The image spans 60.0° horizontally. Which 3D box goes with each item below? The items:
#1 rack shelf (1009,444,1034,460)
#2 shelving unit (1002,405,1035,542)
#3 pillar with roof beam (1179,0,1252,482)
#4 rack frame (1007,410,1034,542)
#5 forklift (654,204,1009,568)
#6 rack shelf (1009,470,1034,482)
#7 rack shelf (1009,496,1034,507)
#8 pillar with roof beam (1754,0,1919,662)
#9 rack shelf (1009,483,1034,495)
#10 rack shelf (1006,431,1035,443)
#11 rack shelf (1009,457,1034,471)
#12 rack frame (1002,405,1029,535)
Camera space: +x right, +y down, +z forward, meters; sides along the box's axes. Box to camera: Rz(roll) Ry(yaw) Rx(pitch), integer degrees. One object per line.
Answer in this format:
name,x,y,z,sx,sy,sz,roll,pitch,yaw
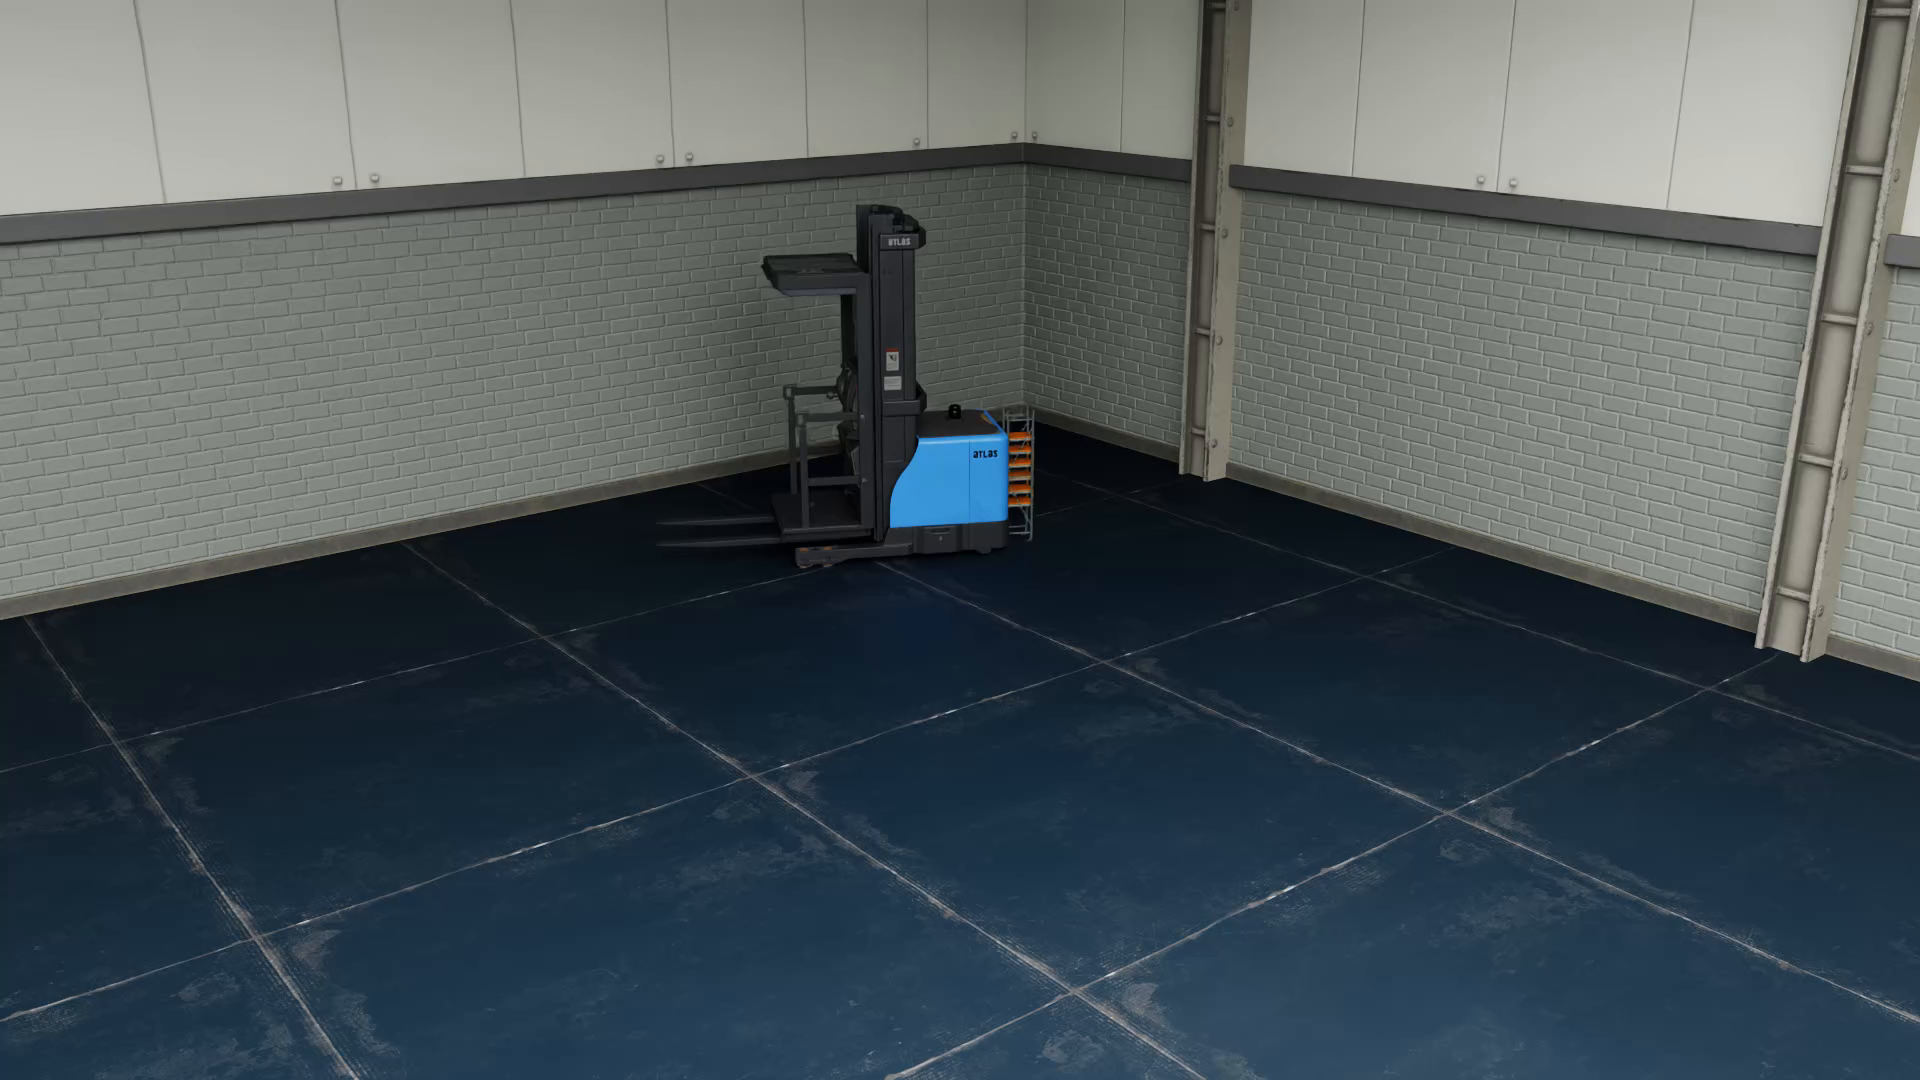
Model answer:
rack shelf,0.509,-0.770,14.655,0.258,0.103,0.180,-3,19,-11
shelving unit,0.509,-0.584,14.716,0.258,1.200,0.189,-3,19,-11
pillar with roof beam,-0.912,-4.093,12.907,9.100,9.000,0.400,-14,23,-36
rack frame,0.527,-0.556,14.631,0.240,1.200,0.006,-3,19,-11
forklift,-1.140,-1.331,14.220,3.031,2.935,1.130,-4,19,-11
rack shelf,0.509,-0.542,14.730,0.258,0.103,0.180,-3,19,-11
rack shelf,0.508,-0.314,14.806,0.258,0.103,0.180,-3,19,-11
pillar with roof beam,2.814,-2.614,8.443,9.100,9.000,0.400,-14,23,-36
rack shelf,0.509,-0.428,14.768,0.258,0.103,0.180,-3,19,-11
rack shelf,0.510,-0.884,14.617,0.258,0.103,0.180,-3,19,-11
rack shelf,0.509,-0.656,14.693,0.258,0.103,0.180,-3,19,-11
rack frame,0.491,-0.612,14.802,0.240,1.200,0.006,-3,19,-11
